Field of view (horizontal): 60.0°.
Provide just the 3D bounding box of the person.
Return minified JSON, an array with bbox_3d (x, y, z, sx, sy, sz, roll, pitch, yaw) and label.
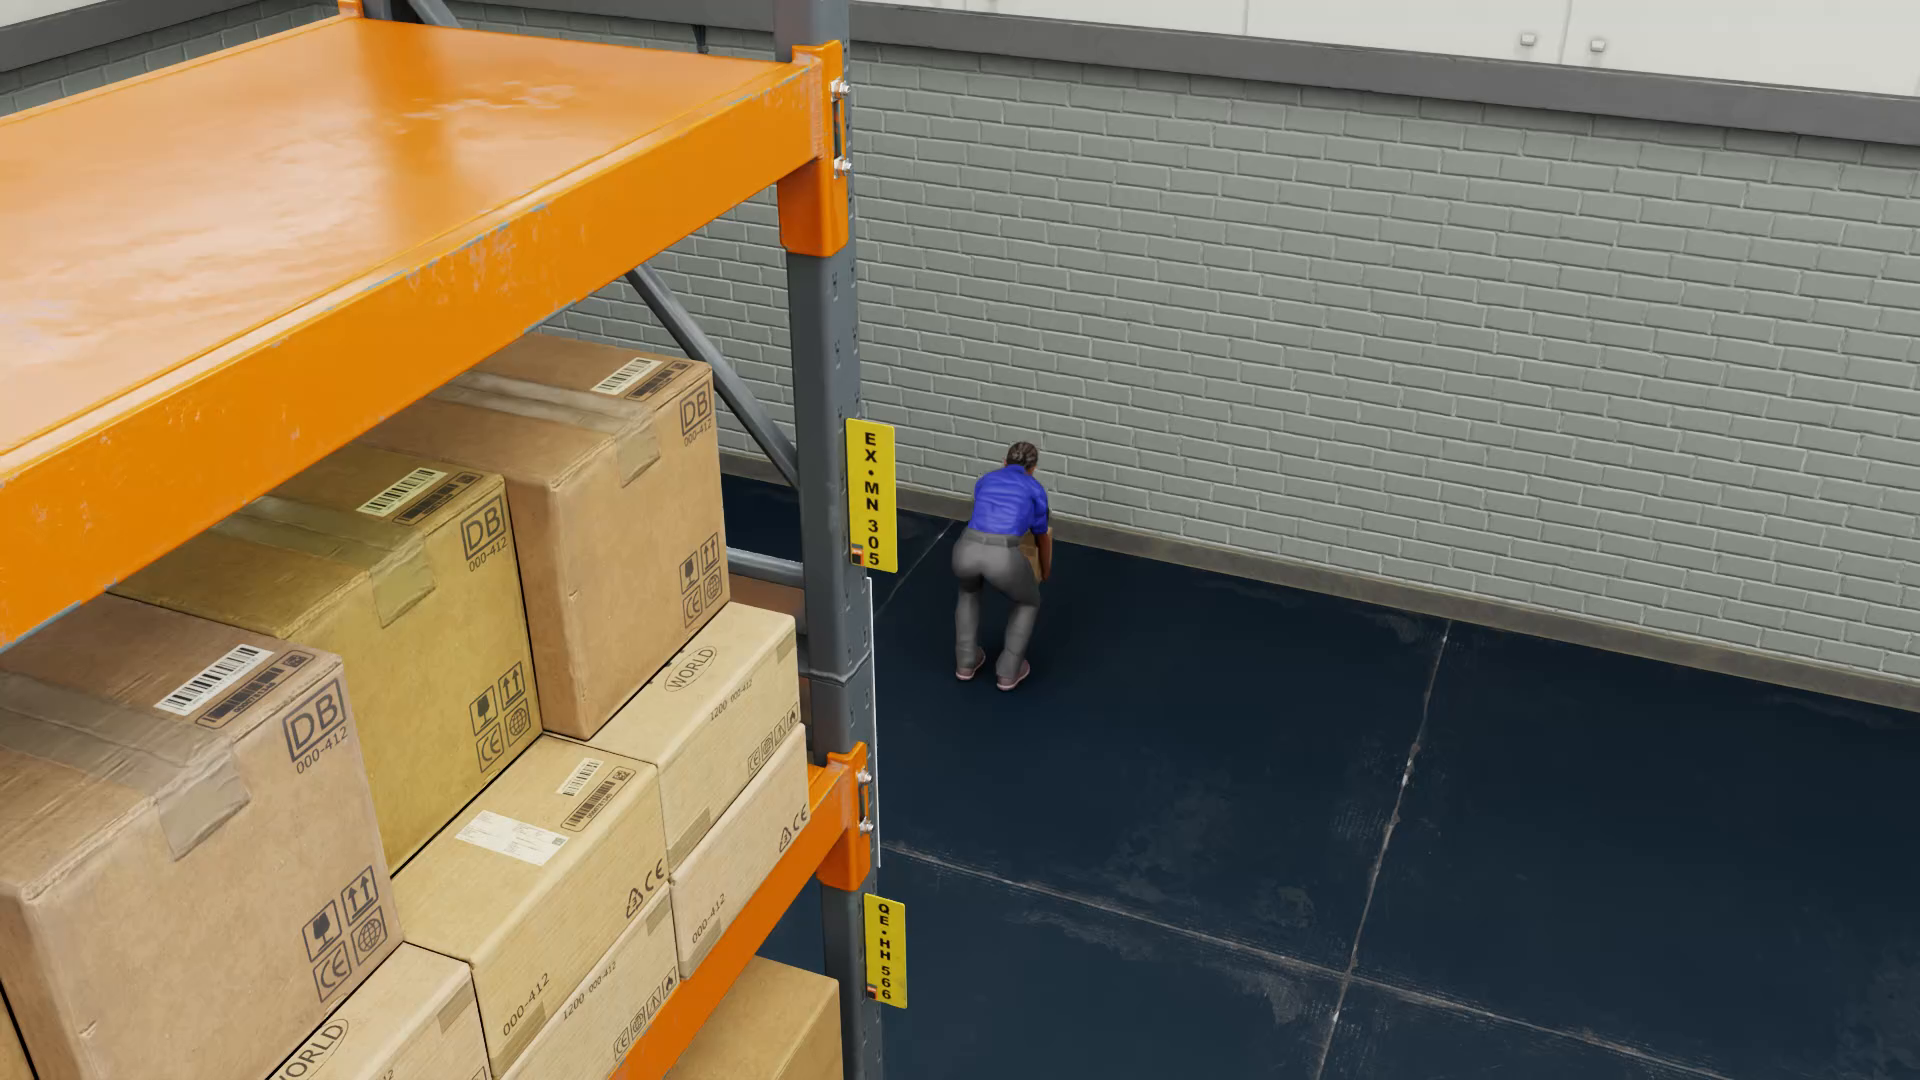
[{"bbox_3d":[0.231,0.138,8.698,0.446,1.123,0.847,10,31,17],"label":"person"}]
